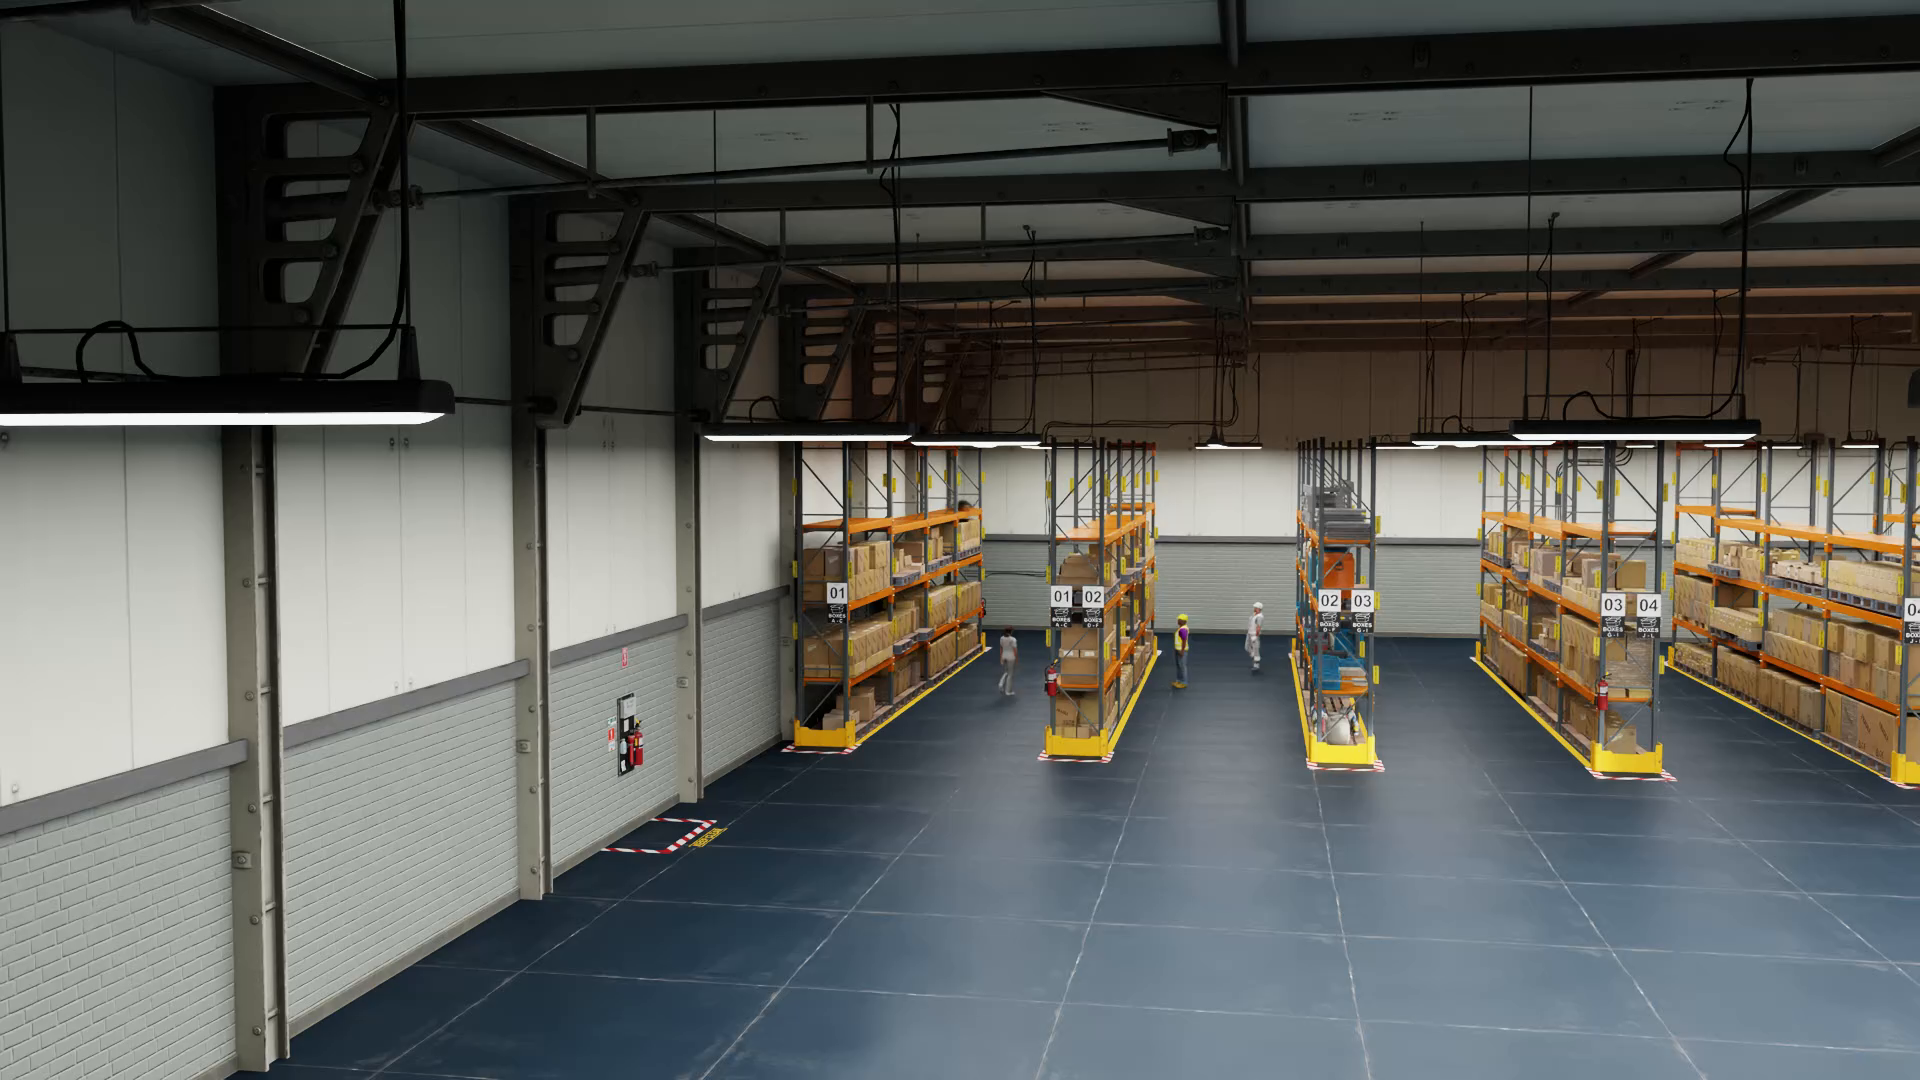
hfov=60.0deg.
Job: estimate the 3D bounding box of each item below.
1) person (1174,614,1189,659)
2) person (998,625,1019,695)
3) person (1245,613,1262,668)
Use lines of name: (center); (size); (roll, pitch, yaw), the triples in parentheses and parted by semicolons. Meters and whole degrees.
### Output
person: (5.402, 2.339, 40.507); (0.378, 1.073, 0.615); (0, 3, -9)
person: (1.134, 2.815, 38.971); (0.460, 1.660, 0.448); (-3, 4, -43)
person: (7.745, 2.622, 43.669); (0.375, 1.464, 0.545); (-1, 3, -16)
